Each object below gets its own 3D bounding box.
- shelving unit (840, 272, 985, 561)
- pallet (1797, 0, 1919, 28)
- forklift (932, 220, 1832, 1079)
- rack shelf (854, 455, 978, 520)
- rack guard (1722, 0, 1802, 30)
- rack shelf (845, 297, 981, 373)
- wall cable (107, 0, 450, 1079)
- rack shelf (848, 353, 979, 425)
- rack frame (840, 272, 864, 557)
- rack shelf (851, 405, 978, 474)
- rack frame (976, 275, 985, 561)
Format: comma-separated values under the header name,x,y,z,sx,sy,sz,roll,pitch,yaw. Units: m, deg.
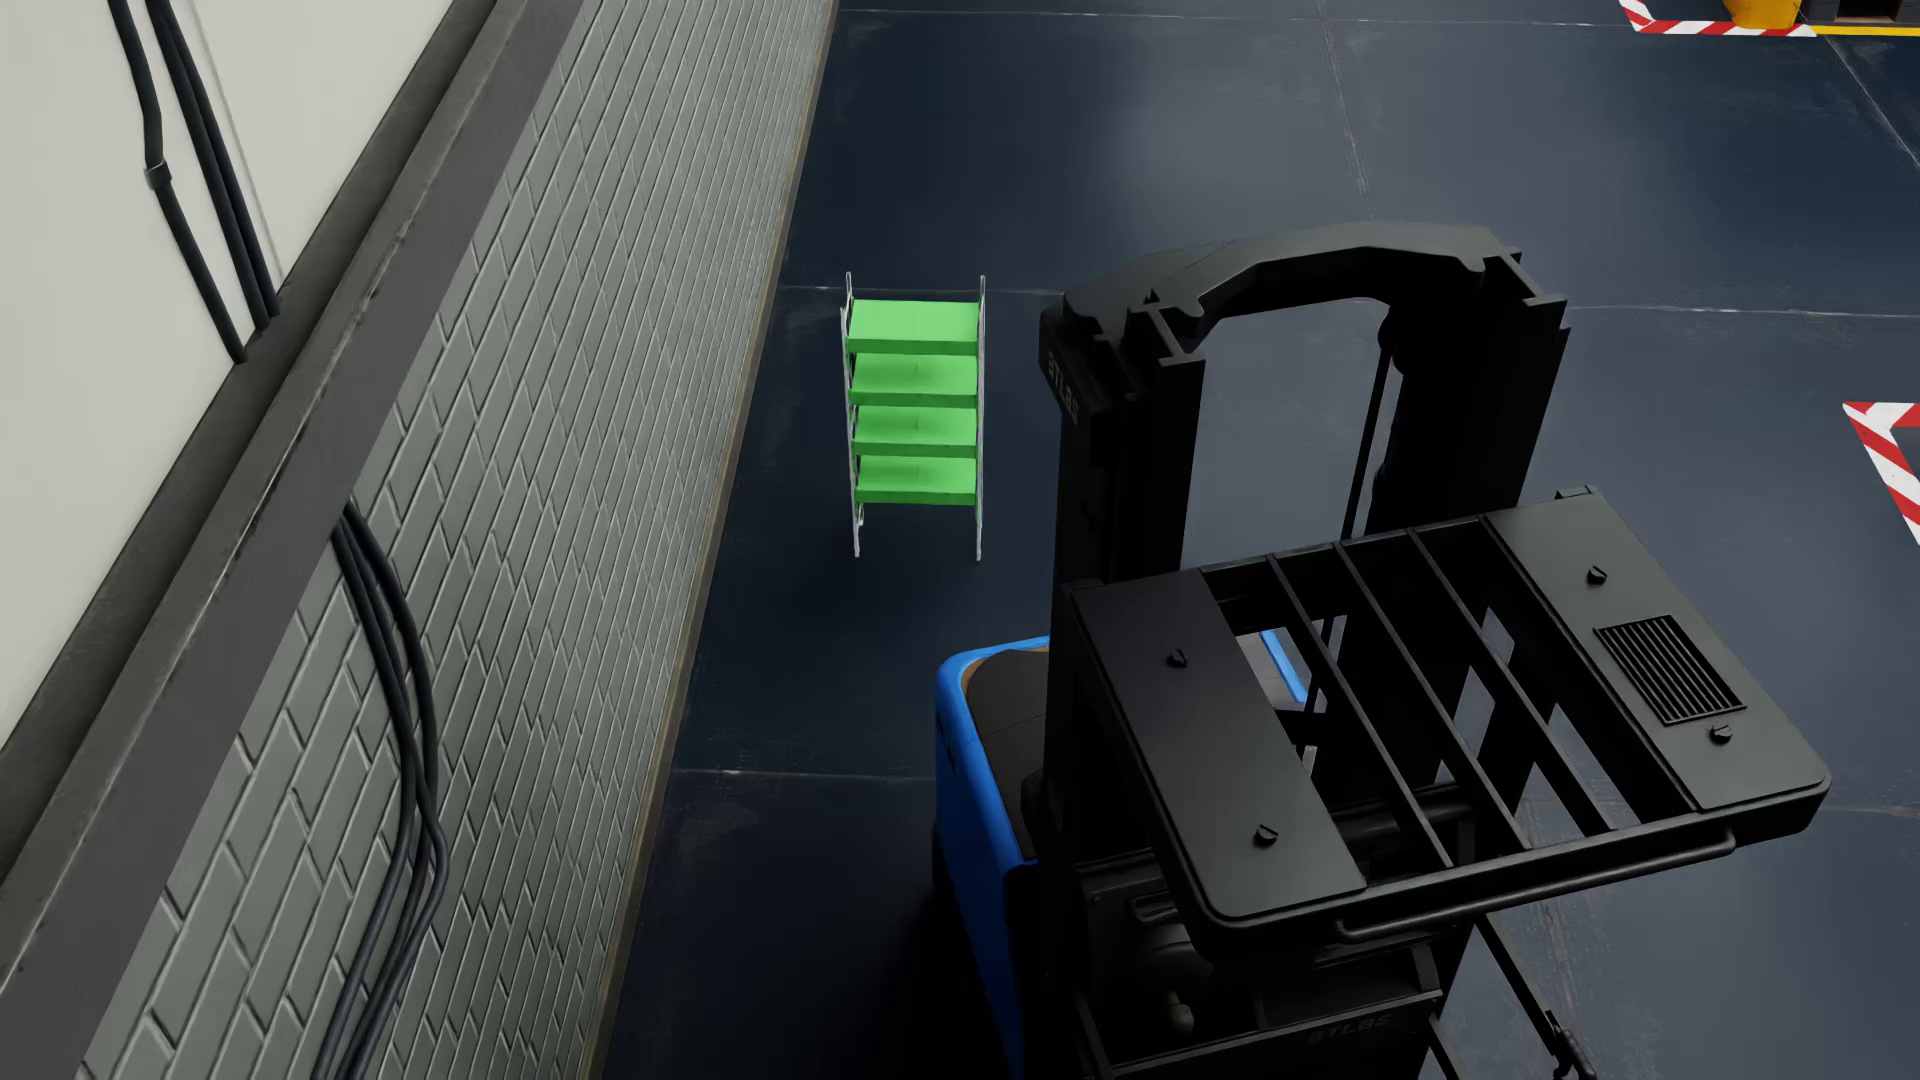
name,x,y,z,sx,sy,sz,roll,pitch,yaw
shelving unit,-0.165,-0.444,6.346,0.503,1.200,0.258,2,43,2
pallet,5.758,-3.525,10.379,1.213,0.211,1.003,2,43,2
forklift,0.782,0.938,3.593,1.130,2.935,3.031,-10,44,-11
rack shelf,-0.165,-0.222,6.554,0.480,0.148,0.258,2,43,2
rack guard,4.912,-3.674,10.327,0.348,0.500,1.175,2,43,2
rack shelf,-0.165,-0.749,6.063,0.480,0.148,0.258,2,43,2
wall cable,-1.144,0.673,1.703,0.112,2.526,3.097,2,43,2
rack shelf,-0.165,-0.573,6.226,0.480,0.148,0.258,2,43,2
rack frame,-0.409,-0.452,6.355,0.015,1.200,0.240,2,43,2
rack shelf,-0.165,-0.397,6.390,0.480,0.148,0.258,2,43,2
rack frame,0.078,-0.437,6.338,0.015,1.200,0.240,2,43,2
